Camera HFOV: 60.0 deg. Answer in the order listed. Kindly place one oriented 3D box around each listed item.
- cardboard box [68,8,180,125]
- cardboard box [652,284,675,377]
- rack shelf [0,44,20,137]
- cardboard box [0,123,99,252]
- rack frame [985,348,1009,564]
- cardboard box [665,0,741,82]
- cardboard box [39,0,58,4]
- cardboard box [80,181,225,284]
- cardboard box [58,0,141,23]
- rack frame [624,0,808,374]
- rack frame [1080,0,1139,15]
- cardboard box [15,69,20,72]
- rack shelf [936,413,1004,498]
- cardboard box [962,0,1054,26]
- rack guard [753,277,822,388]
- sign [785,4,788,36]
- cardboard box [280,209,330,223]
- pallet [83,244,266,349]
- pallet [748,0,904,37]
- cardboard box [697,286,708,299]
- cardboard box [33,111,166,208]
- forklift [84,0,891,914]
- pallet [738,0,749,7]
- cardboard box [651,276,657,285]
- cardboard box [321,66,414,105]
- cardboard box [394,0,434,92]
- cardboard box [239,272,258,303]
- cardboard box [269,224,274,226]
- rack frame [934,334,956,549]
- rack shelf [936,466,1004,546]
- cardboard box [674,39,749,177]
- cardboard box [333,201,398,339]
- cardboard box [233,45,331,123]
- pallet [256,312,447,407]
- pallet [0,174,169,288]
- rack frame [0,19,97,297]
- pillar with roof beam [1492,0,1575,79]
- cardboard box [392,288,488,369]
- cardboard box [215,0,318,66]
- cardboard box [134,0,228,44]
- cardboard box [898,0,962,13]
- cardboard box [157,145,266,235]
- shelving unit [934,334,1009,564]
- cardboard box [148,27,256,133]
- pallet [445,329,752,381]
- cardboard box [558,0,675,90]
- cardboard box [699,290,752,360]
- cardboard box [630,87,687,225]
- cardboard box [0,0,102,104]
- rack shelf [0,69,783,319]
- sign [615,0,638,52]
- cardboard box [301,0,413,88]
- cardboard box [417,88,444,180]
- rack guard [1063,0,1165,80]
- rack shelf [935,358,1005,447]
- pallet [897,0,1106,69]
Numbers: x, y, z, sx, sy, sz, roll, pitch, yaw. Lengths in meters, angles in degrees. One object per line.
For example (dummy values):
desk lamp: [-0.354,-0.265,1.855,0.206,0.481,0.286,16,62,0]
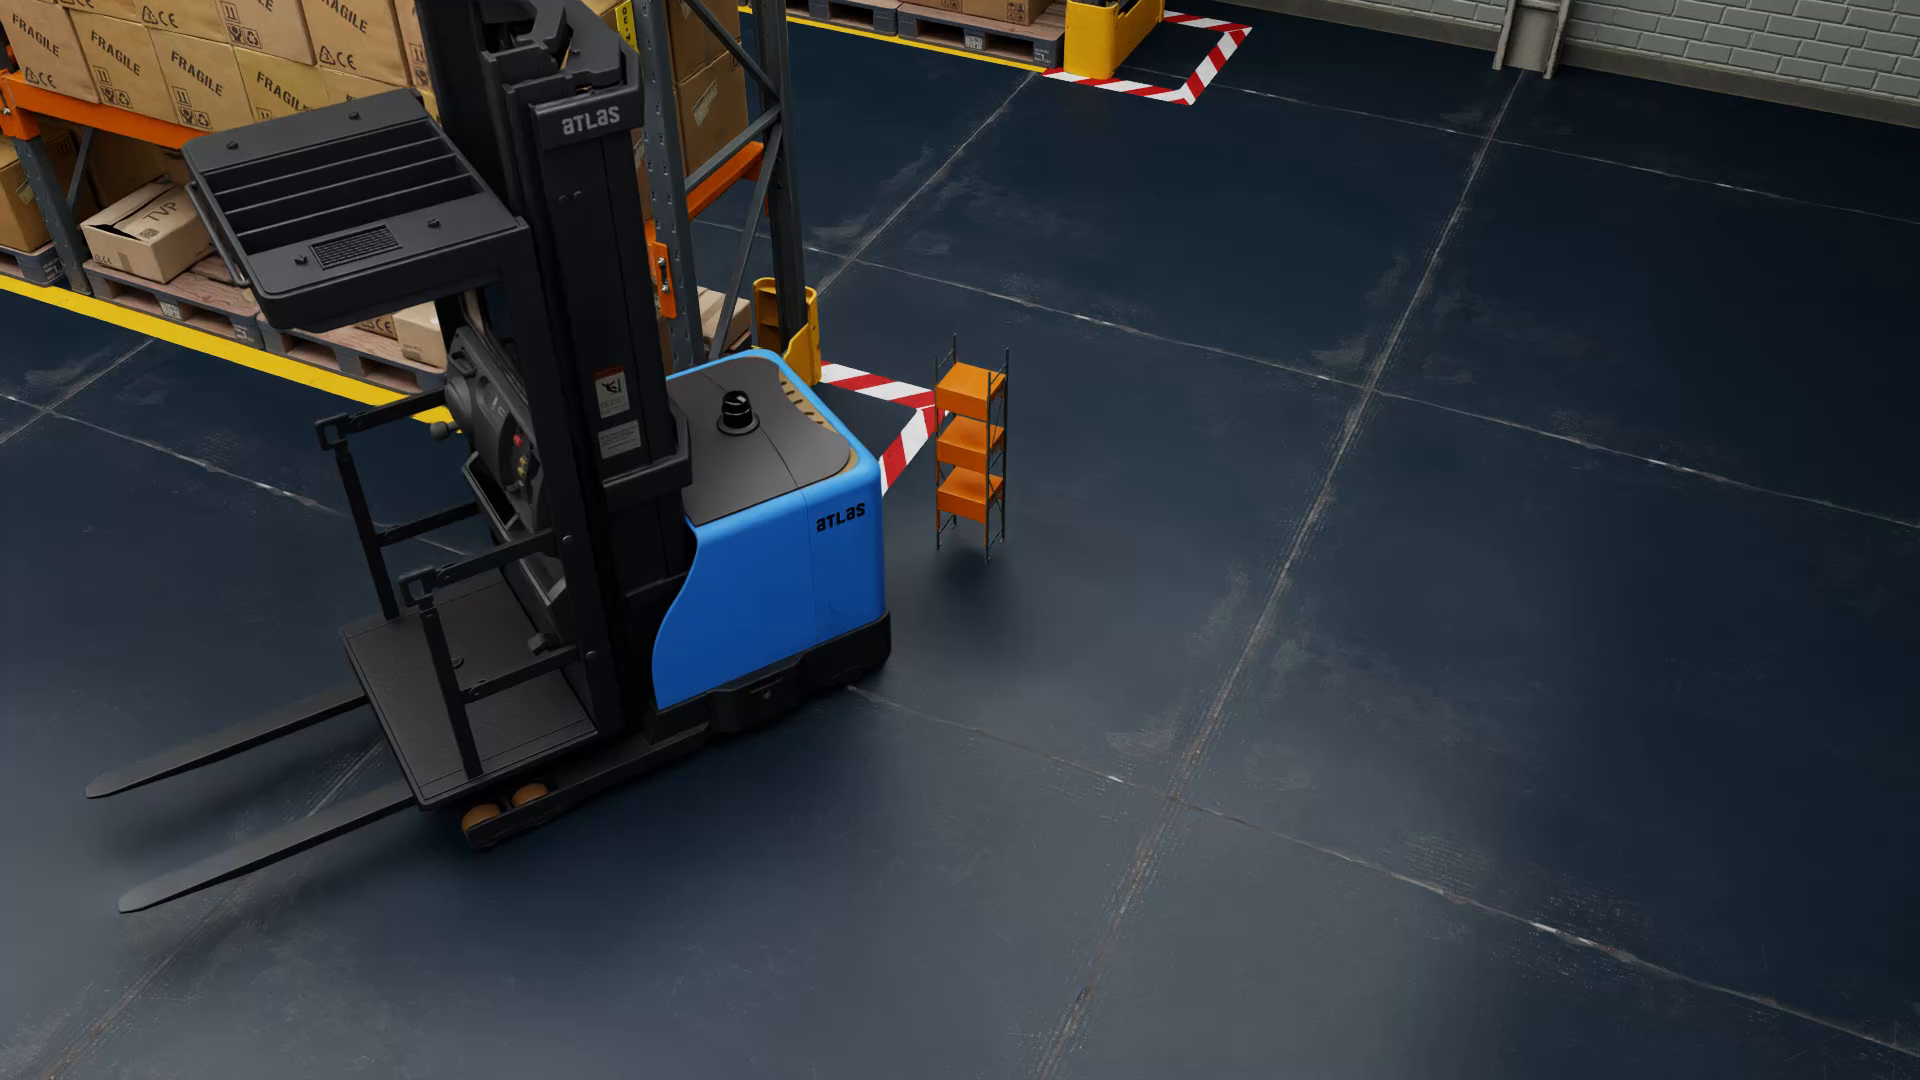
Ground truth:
cardboard box: [-3.841,-2.384,8.018,0.500,0.500,0.500,18,44,19]
cardboard box: [-1.625,-0.907,7.963,0.500,0.500,0.500,17,44,19]
rack shelf: [-6.465,-3.071,9.436,4.000,0.370,1.077,17,44,19]
cardboard box: [-5.221,-1.977,9.197,0.500,0.500,0.500,17,44,18]
rack frame: [0.159,-0.348,7.234,0.008,1.050,0.200,17,44,19]
cardboard box: [-1.318,-2.376,7.245,0.500,0.500,0.500,18,44,20]
cardboard box: [-4.345,-2.907,7.858,0.500,0.500,0.500,18,44,20]
cardboard box: [-4.364,-1.694,9.016,0.500,0.311,0.500,17,44,19]
cardboard box: [-3.877,-2.764,7.693,0.500,0.500,0.500,16,43,17]
rack frame: [-1.028,-1.681,7.283,0.127,3.000,1.000,17,44,19]
rack frame: [1.063,-4.622,10.677,0.127,3.000,1.000,17,44,19]
cardboard box: [-5.476,-2.430,9.720,0.500,0.500,0.500,18,44,19]
rack shelf: [0.048,-0.374,7.280,0.240,0.259,0.215,17,44,19]
cardboard box: [0.387,-3.971,11.513,0.500,0.500,0.700,17,44,19]
rack guard: [-1.097,-0.758,8.126,0.348,0.500,1.175,17,44,19]
sign: [-0.798,-2.330,7.371,0.005,0.325,0.100,17,44,19]
cardboard box: [-3.337,-1.742,9.070,0.500,0.311,0.500,17,44,19]
pallet: [-4.031,-1.544,9.255,1.213,0.211,1.003,17,44,19]
pallet: [-0.796,-4.082,12.183,1.213,0.211,1.003,17,44,19]
cardboard box: [-1.488,-1.166,8.516,0.250,0.166,0.380,17,44,19]
cardboard box: [-4.988,-2.289,9.557,0.500,0.500,0.500,15,43,17]
forklift: [-1.813,-0.344,5.793,3.031,2.935,1.130,-22,46,-23]
pallet: [-1.906,-4.419,12.572,1.213,0.211,1.003,17,44,19]
cardboard box: [-1.854,-1.266,8.568,0.500,0.250,0.500,17,44,19]
cardboard box: [-2.470,-1.964,7.534,0.500,0.500,0.500,17,44,19]
cardboard box: [-2.005,-2.196,7.038,0.500,0.500,0.500,18,44,20]
cardboard box: [-3.576,-1.406,8.793,0.250,0.166,0.380,17,44,19]
cardboard box: [-3.651,-1.820,9.284,0.250,0.149,0.380,17,44,19]
rack frame: [-0.062,-0.416,7.312,0.008,1.050,0.200,17,44,19]
rack shelf: [0.048,-0.164,7.462,0.240,0.259,0.215,17,44,19]
cardboard box: [-1.318,-1.998,7.573,0.500,0.500,0.500,18,44,20]
cardboard box: [-2.948,-1.495,8.638,0.637,0.503,0.797,17,44,19]
cardboard box: [-2.927,-2.104,7.695,0.500,0.500,0.500,16,44,18]
pallet: [-2.921,-1.207,8.866,1.213,0.211,1.003,17,44,19]
pallet: [-5.406,-1.938,9.709,1.213,0.211,1.003,17,44,19]
rack frame: [-4.653,-2.789,8.561,0.127,3.000,1.000,17,44,19]
pillar with roof beam: [2.056,-4.100,5.494,0.400,9.000,9.100,17,44,19]
cardboard box: [-2.473,-1.094,8.369,0.500,0.250,0.500,17,44,19]
cardboard box: [-2.943,-2.479,7.364,0.500,0.500,0.500,18,44,20]
cardboard box: [-3.411,-2.622,7.529,0.500,0.500,0.500,16,43,17]
cardboard box: [-0.067,-4.110,11.673,0.500,0.500,0.700,17,44,19]
cardboard box: [-4.016,-2.021,9.248,0.500,0.500,0.500,17,44,19]
shelving unit: [0.048,-0.382,7.273,0.252,1.050,0.215,17,44,19]
cardboard box: [-3.388,-2.244,7.856,0.500,0.500,0.500,17,44,18]
pallet: [-1.819,-0.869,8.475,1.213,0.211,1.003,17,44,19]
cardboard box: [-1.547,-2.057,6.877,0.500,0.500,0.500,17,44,18]
cardboard box: [-1.262,-1.090,8.442,0.250,0.149,0.380,17,44,19]
cardboard box: [-1.549,-1.681,7.207,0.500,0.500,0.500,18,44,20]
cardboard box: [-4.306,-2.524,8.179,0.500,0.500,0.500,18,44,20]
rack shelf: [-2.840,-1.963,8.158,4.000,0.370,1.077,17,44,19]
sign: [-1.280,-1.914,6.427,0.005,0.325,0.100,17,44,19]
cardboard box: [-2.477,-2.337,7.200,0.500,0.500,0.500,18,44,20]
cardboard box: [-2.020,-1.823,7.371,0.500,0.500,0.500,17,44,19]
rack guard: [1.085,-3.671,11.488,0.348,0.500,1.175,17,44,19]
rack shelf: [0.048,-0.588,7.094,0.240,0.259,0.215,17,44,19]
pallet: [0.306,-3.744,11.792,1.213,0.211,1.003,17,44,19]
